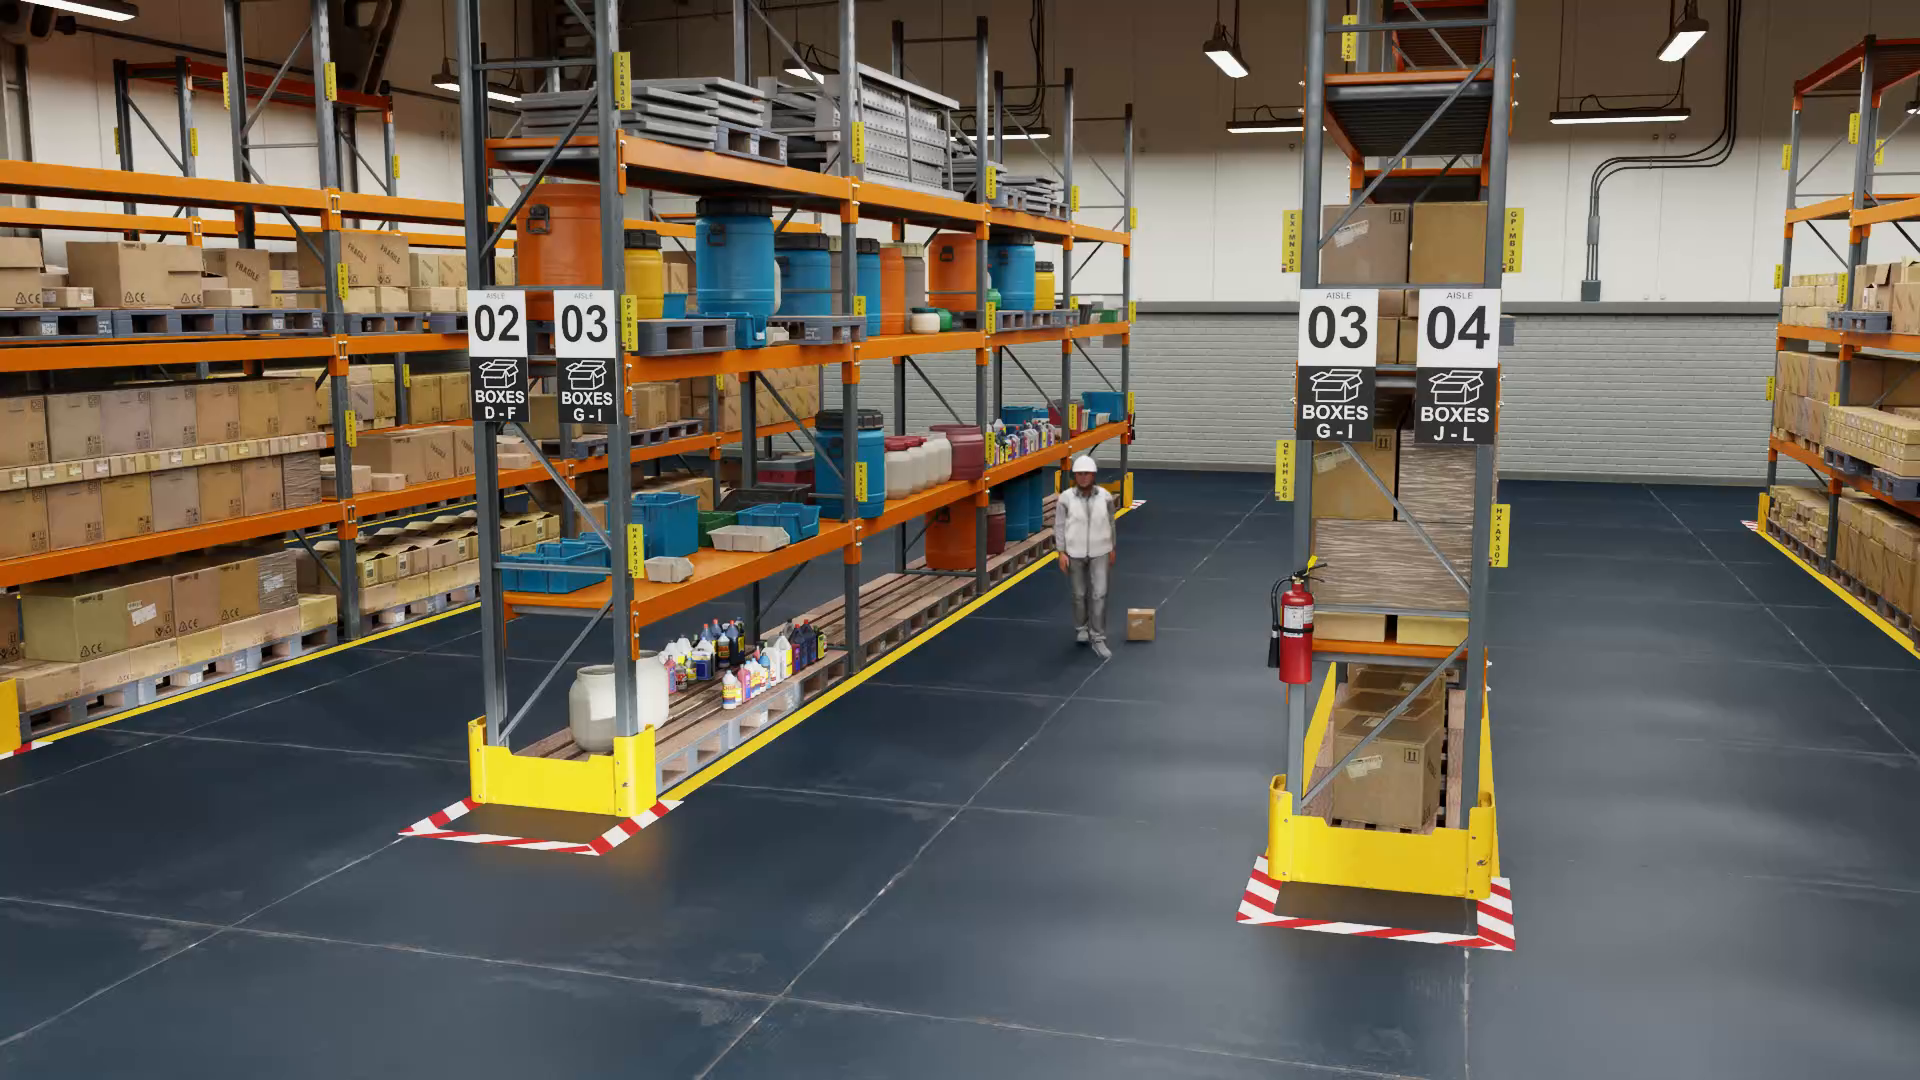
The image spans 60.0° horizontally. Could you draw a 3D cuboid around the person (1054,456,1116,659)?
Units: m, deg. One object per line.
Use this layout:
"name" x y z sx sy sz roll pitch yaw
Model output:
"person" 1.124 0.120 14.924 0.565 1.767 0.813 0 8 3
